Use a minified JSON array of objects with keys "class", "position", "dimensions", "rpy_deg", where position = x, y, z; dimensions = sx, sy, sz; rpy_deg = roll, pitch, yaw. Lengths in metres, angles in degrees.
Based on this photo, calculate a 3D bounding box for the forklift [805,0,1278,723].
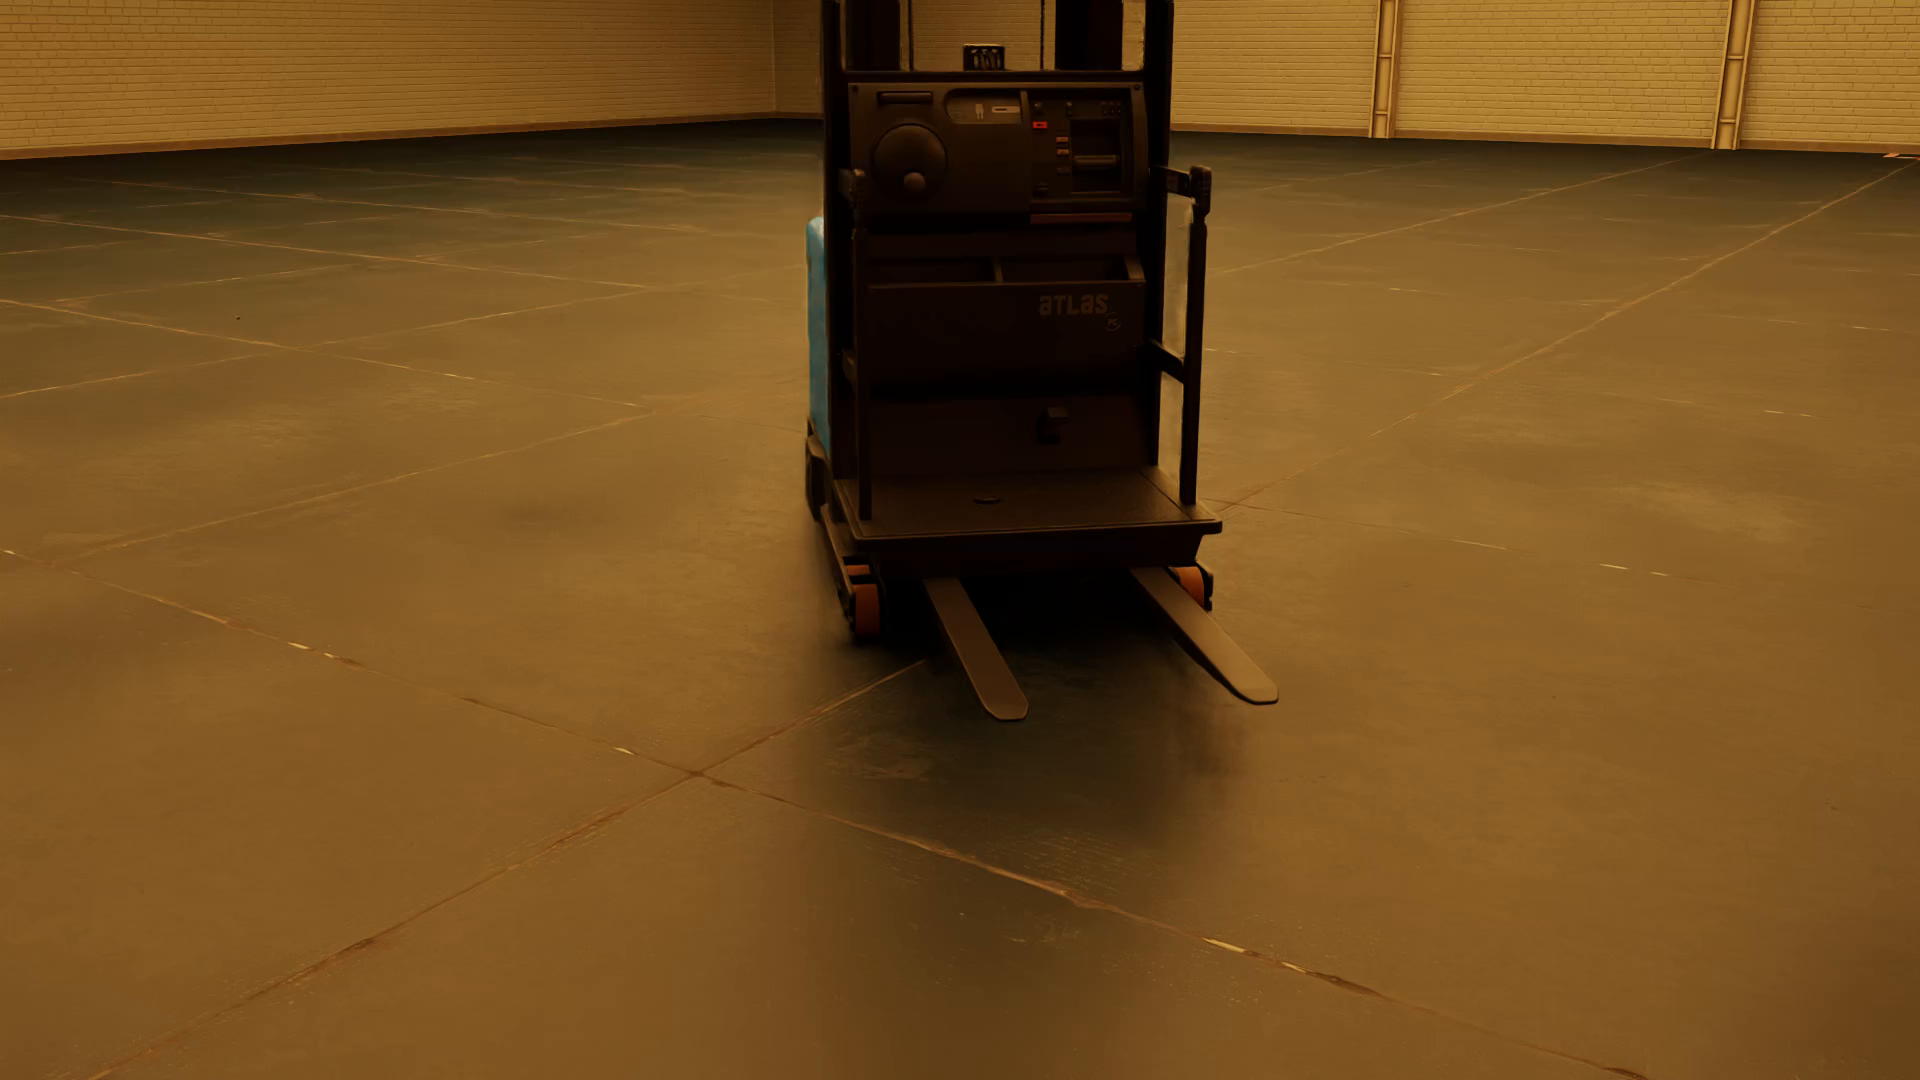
[{"class":"forklift","position":[0.159,-1.223,4.922],"dimensions":[1.130,2.935,3.031],"rpy_deg":[-3,17,-9]}]
